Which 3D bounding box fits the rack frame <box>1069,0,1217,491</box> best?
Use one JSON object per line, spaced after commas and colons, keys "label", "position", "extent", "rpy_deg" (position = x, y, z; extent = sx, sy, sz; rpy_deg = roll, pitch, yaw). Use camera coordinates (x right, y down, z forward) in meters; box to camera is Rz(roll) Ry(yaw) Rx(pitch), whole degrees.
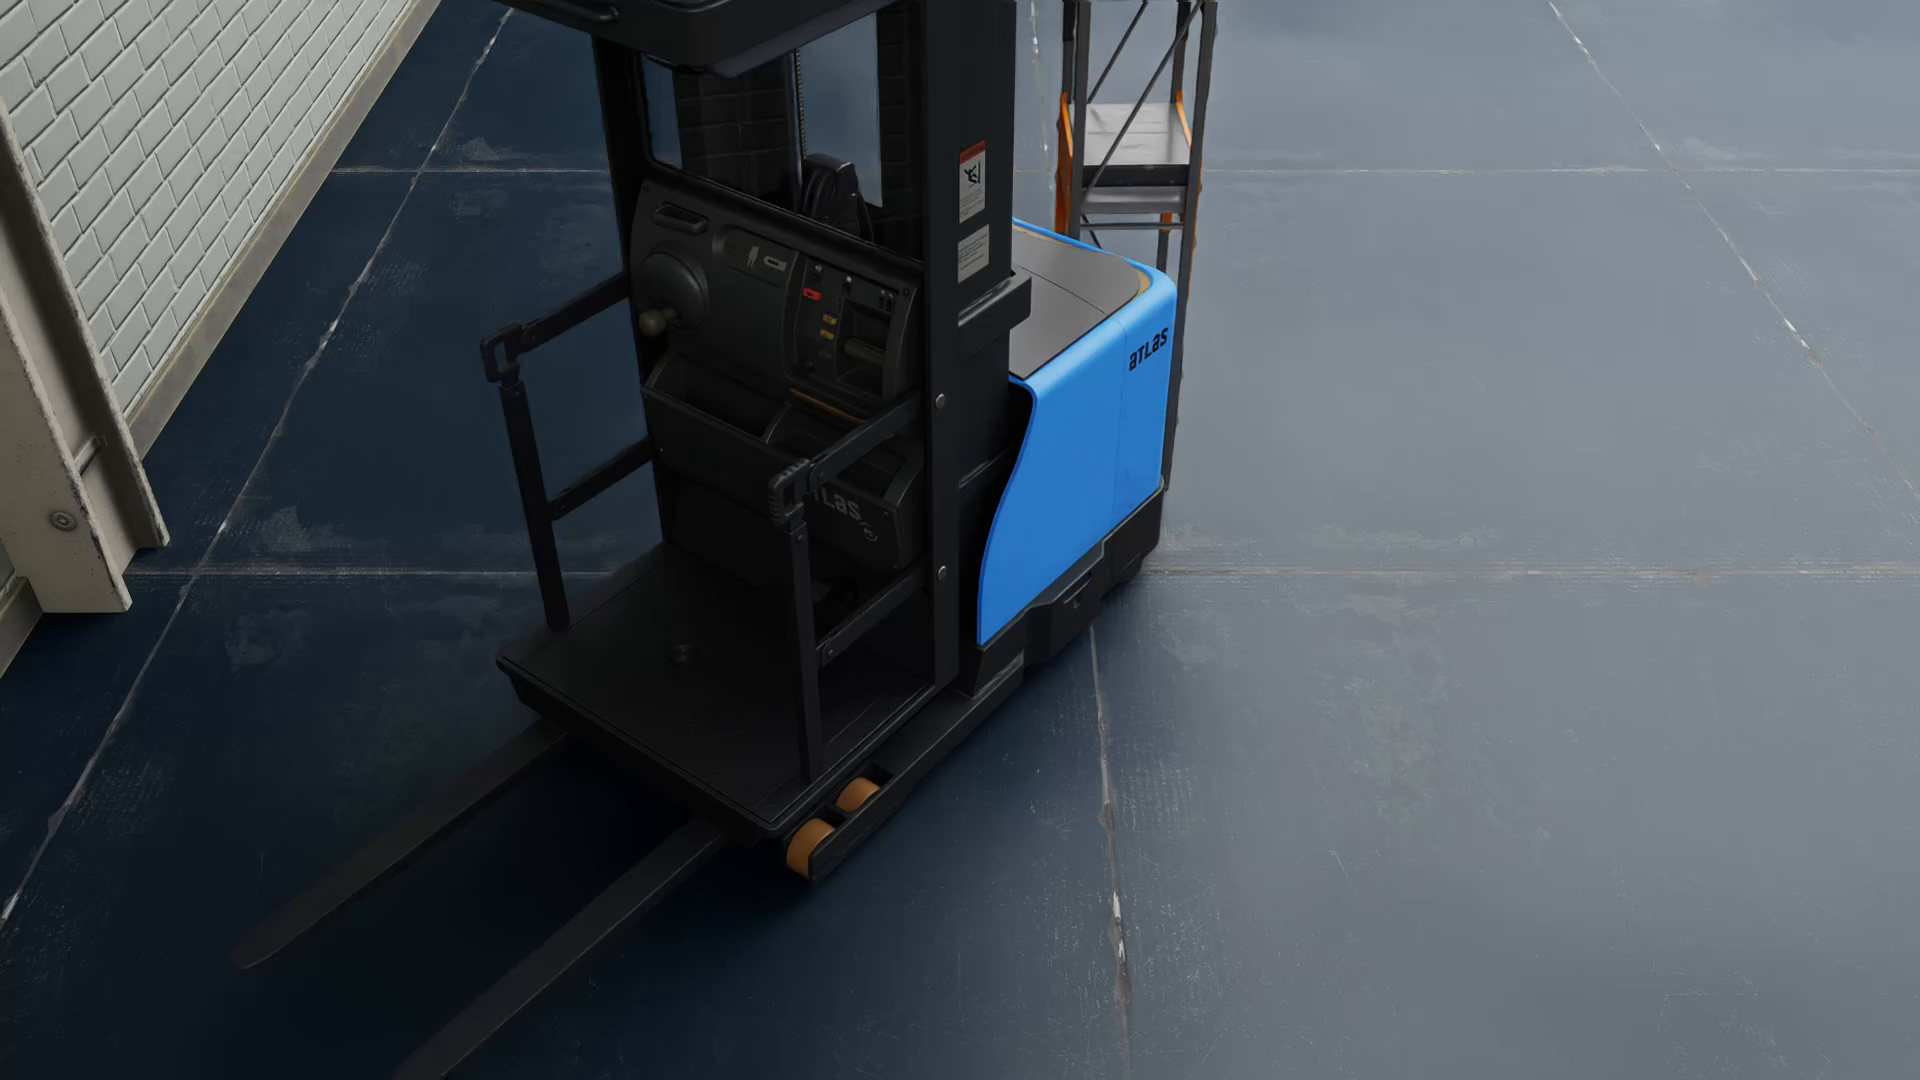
{"label": "rack frame", "position": [0.549, -0.998, 5.317], "extent": [0.400, 2.100, 0.015], "rpy_deg": [-1, 39, -1]}

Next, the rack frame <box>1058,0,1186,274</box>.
{"label": "rack frame", "position": [0.539, -1.304, 5.698], "extent": [0.400, 2.100, 0.015], "rpy_deg": [-1, 39, -1]}

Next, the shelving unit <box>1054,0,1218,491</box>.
{"label": "shelving unit", "position": [0.544, -1.151, 5.507], "extent": [0.431, 2.100, 0.503], "rpy_deg": [-1, 39, -1]}

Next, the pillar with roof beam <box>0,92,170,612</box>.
{"label": "pillar with roof beam", "position": [1.415, -3.402, 2.800], "extent": [9.100, 9.000, 0.400], "rpy_deg": [0, 39, 0]}

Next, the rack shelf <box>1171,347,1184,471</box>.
{"label": "rack shelf", "position": [0.544, -0.594, 5.954], "extent": [0.431, 0.518, 0.480], "rpy_deg": [-1, 39, -1]}

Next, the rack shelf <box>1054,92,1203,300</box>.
{"label": "rack shelf", "position": [0.544, -1.140, 5.516], "extent": [0.431, 0.518, 0.480], "rpy_deg": [-1, 39, -1]}

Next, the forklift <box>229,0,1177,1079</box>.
{"label": "forklift", "position": [-0.620, -0.560, 4.105], "extent": [1.130, 2.935, 3.031], "rpy_deg": [26, 45, 28]}

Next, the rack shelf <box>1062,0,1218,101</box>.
{"label": "rack shelf", "position": [0.544, -1.687, 5.078], "extent": [0.431, 0.518, 0.480], "rpy_deg": [-1, 39, -1]}
